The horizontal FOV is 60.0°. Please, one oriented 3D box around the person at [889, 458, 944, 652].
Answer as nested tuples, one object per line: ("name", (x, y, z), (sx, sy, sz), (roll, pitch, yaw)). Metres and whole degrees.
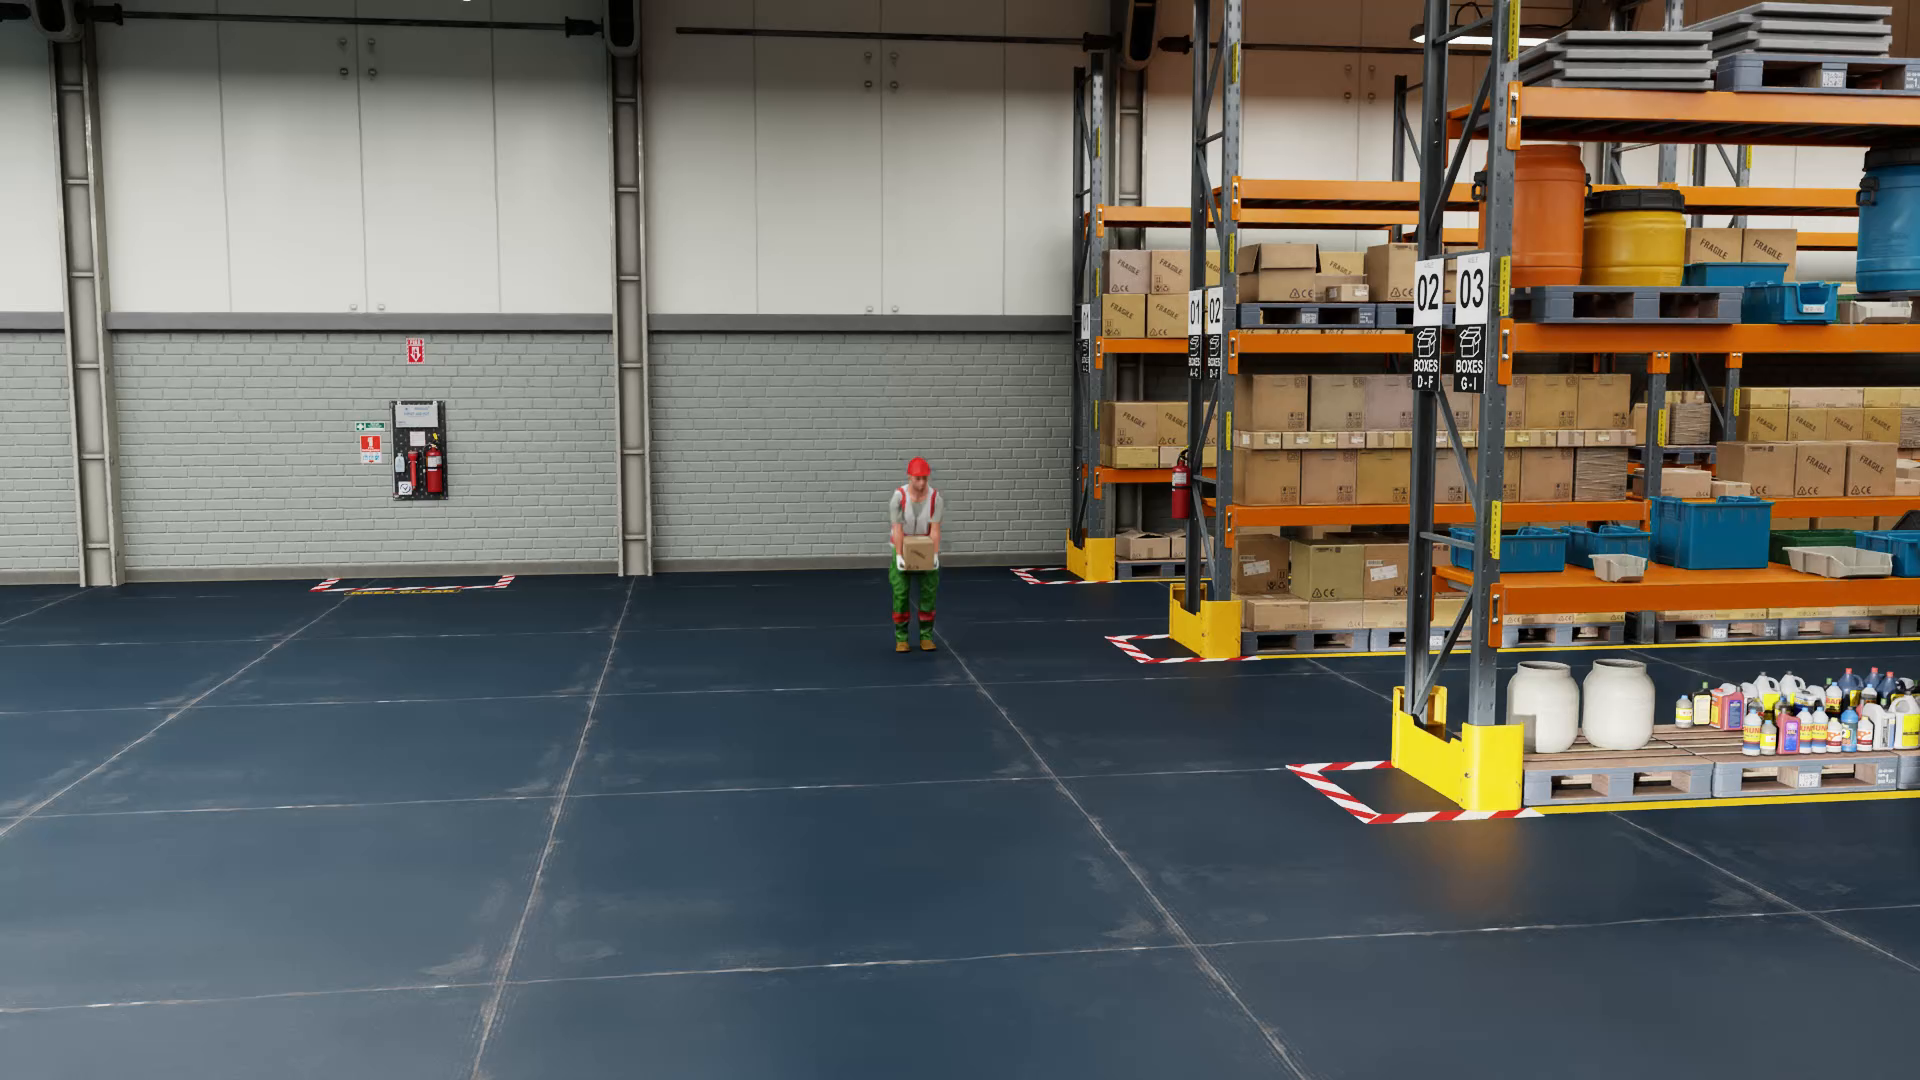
("person", (-0.386, 0.130, 14.728), (0.481, 1.724, 0.603), (-1, 6, -10))
